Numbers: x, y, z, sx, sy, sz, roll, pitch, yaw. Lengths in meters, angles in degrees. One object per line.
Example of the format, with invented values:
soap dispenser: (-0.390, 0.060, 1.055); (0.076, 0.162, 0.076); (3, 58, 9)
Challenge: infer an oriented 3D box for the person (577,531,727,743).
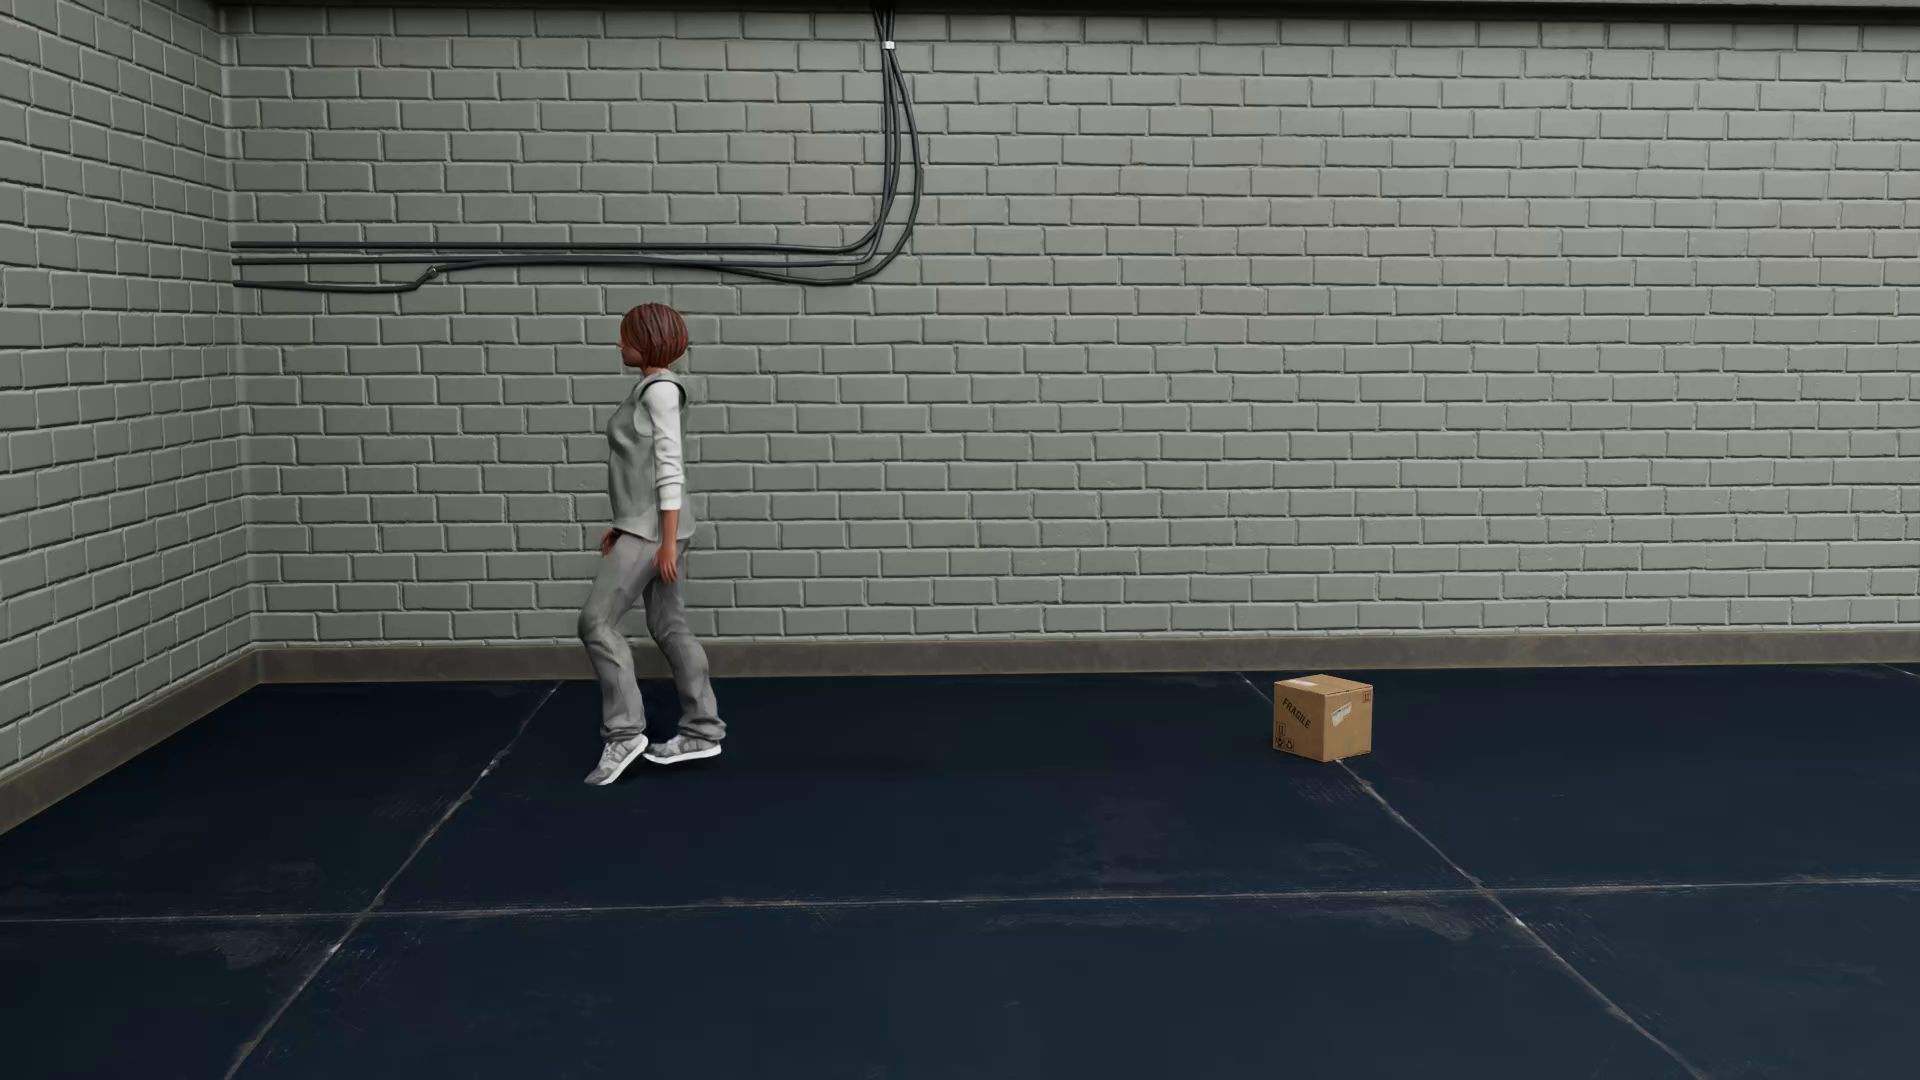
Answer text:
person: (-1.053, 0.352, 5.710); (0.490, 0.700, 0.350); (-1, 7, -8)
